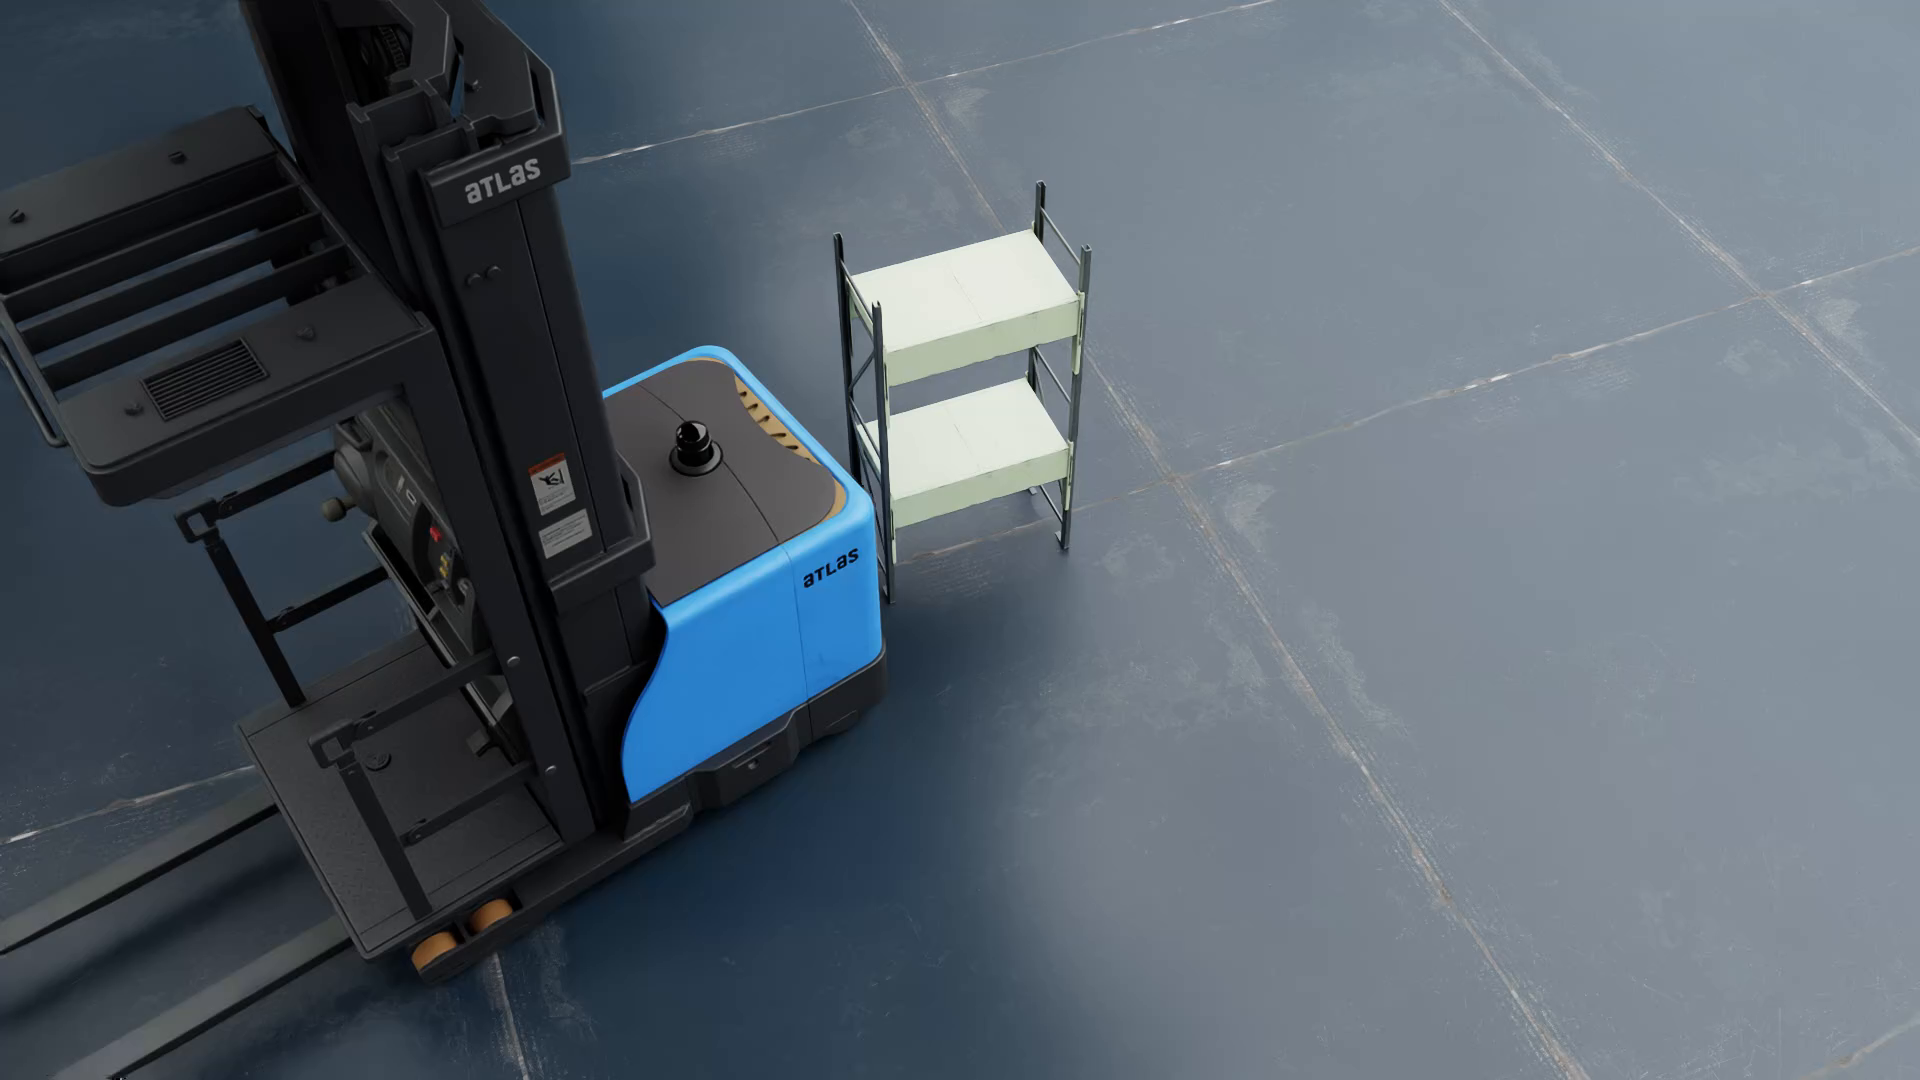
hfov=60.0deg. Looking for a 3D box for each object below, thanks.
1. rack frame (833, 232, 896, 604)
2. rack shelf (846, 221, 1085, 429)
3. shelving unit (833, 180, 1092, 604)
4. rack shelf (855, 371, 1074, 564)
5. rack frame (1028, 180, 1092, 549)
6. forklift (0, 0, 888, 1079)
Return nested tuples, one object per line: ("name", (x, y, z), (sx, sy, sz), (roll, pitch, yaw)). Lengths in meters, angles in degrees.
("rack frame", (-0.333, -0.386, 5.933), (0.023, 1.500, 0.400), (-17, 52, -14))
("rack shelf", (0.006, -0.745, 5.727), (0.720, 0.370, 0.431), (-17, 52, -14))
("shelving unit", (0.006, -0.491, 6.023), (0.755, 1.500, 0.431), (-17, 52, -14))
("rack shelf", (0.006, -0.278, 6.271), (0.720, 0.370, 0.431), (-17, 52, -14))
("rack frame", (0.345, -0.596, 6.114), (0.023, 1.500, 0.400), (-17, 52, -14))
("forklift", (-1.744, 0.007, 4.653), (3.031, 2.935, 1.130), (-30, 56, -23))
